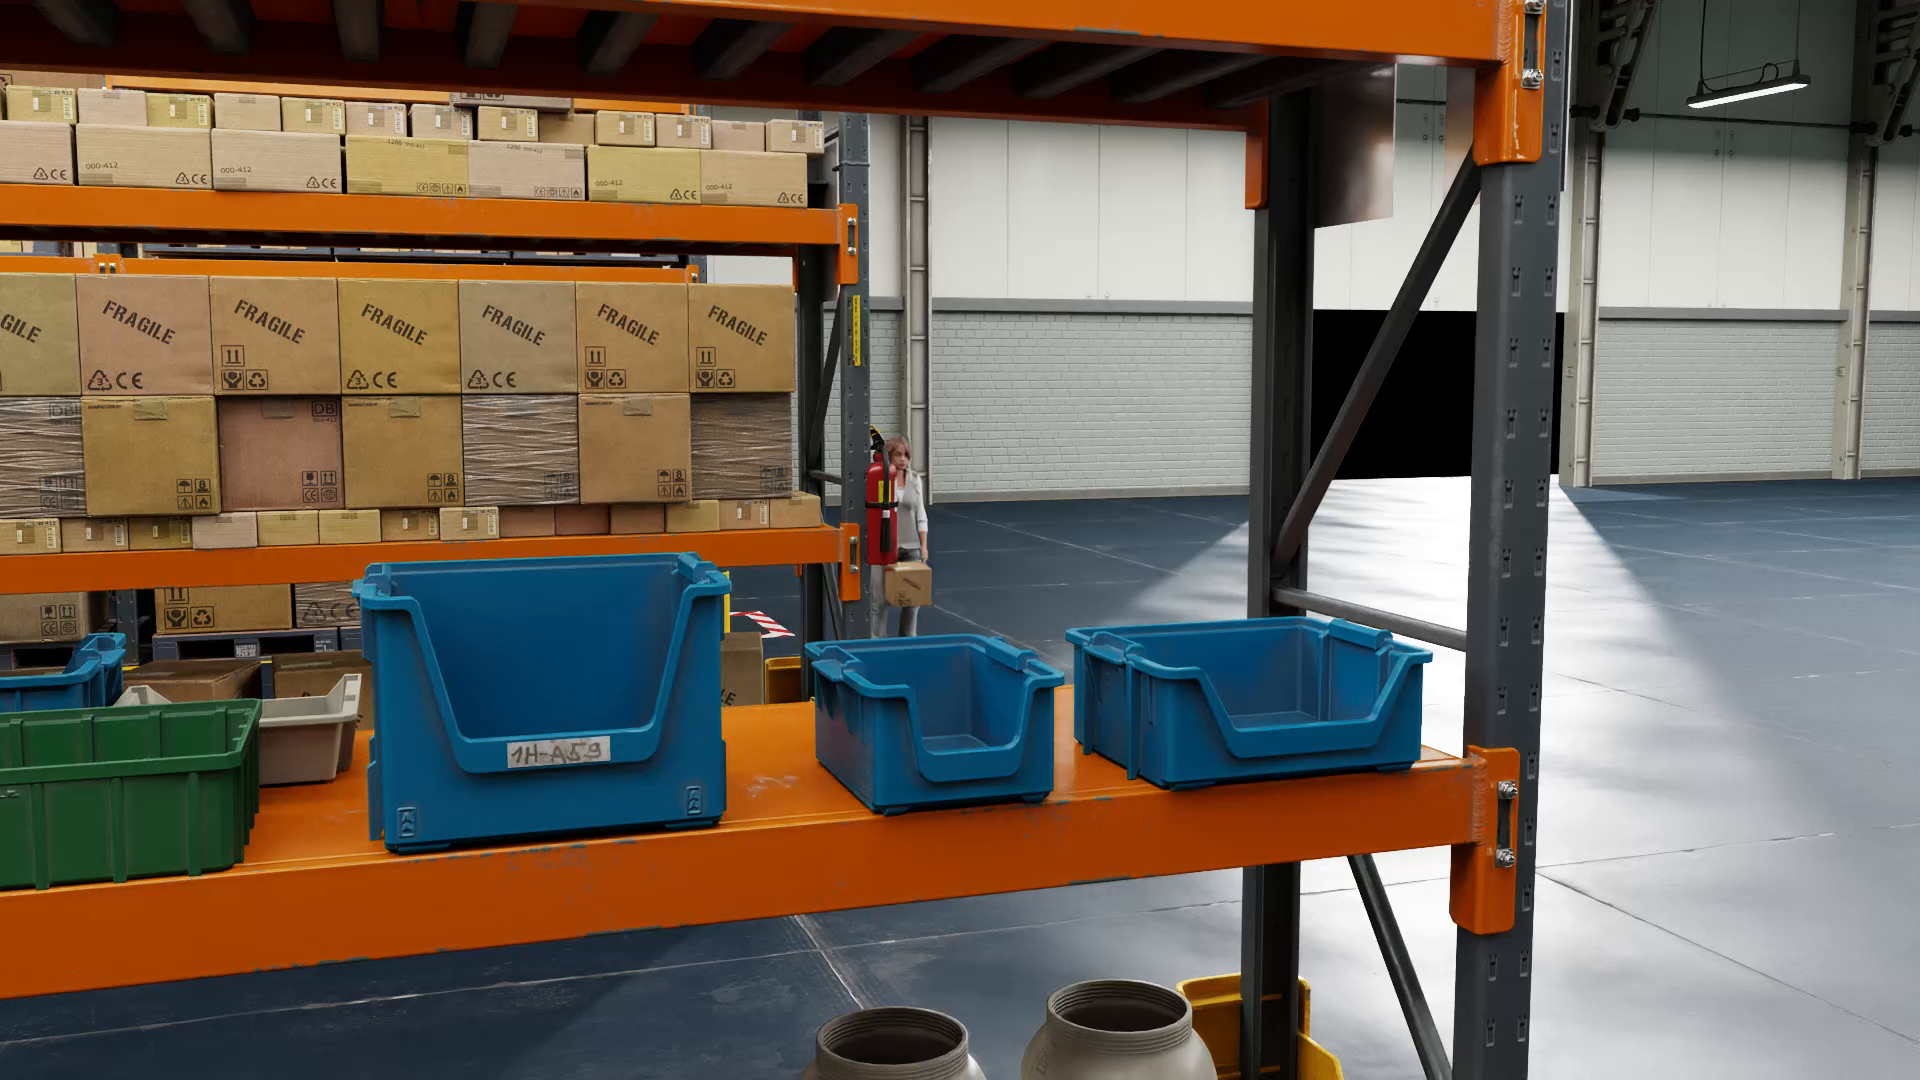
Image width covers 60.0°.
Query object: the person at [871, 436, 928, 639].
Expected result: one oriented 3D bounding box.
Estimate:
[{"bbox_3d":[-0.434,0.086,11.410,0.447,1.600,0.347,-2,6,-20],"label":"person"}]
